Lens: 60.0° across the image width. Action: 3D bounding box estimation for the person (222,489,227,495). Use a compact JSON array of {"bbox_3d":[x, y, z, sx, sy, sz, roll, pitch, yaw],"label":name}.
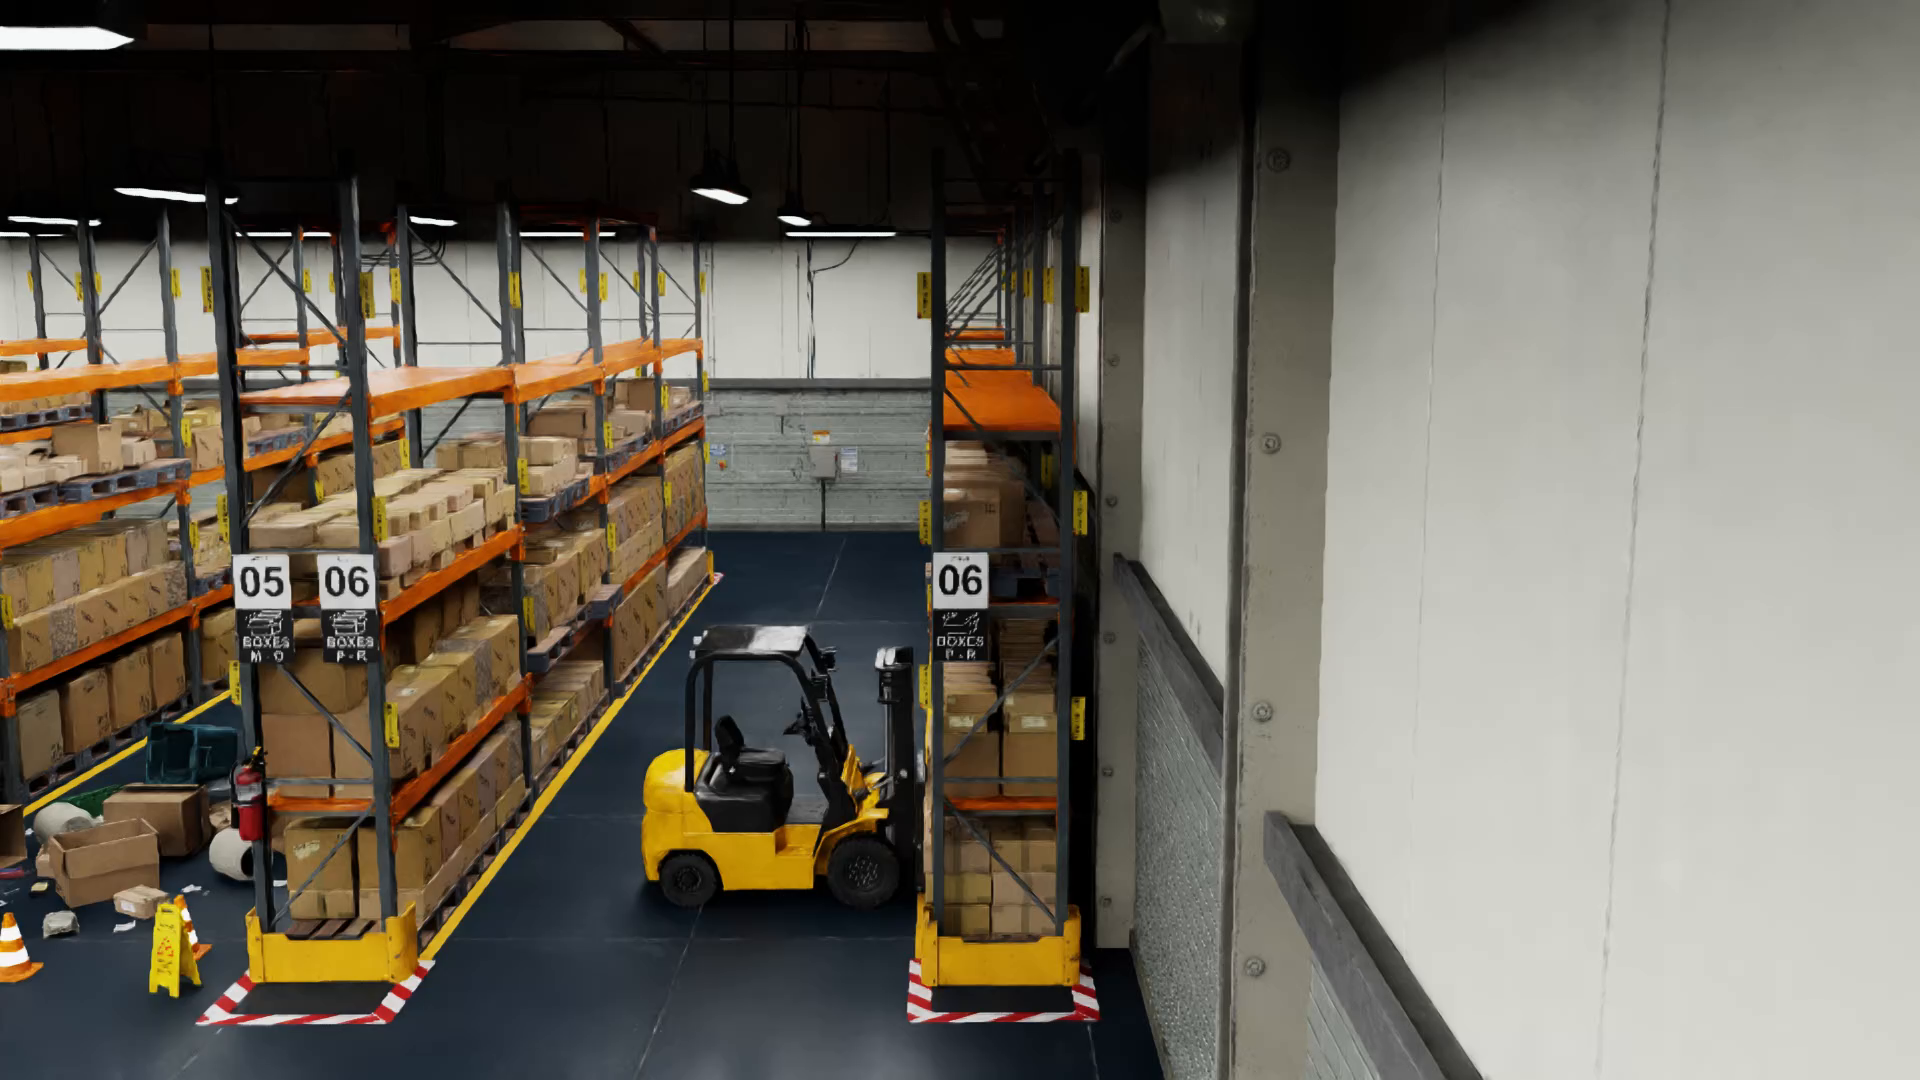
[{"bbox_3d":[-11.565,0.064,26.439,0.444,1.781,0.604,-5,10,-27],"label":"person"}]
